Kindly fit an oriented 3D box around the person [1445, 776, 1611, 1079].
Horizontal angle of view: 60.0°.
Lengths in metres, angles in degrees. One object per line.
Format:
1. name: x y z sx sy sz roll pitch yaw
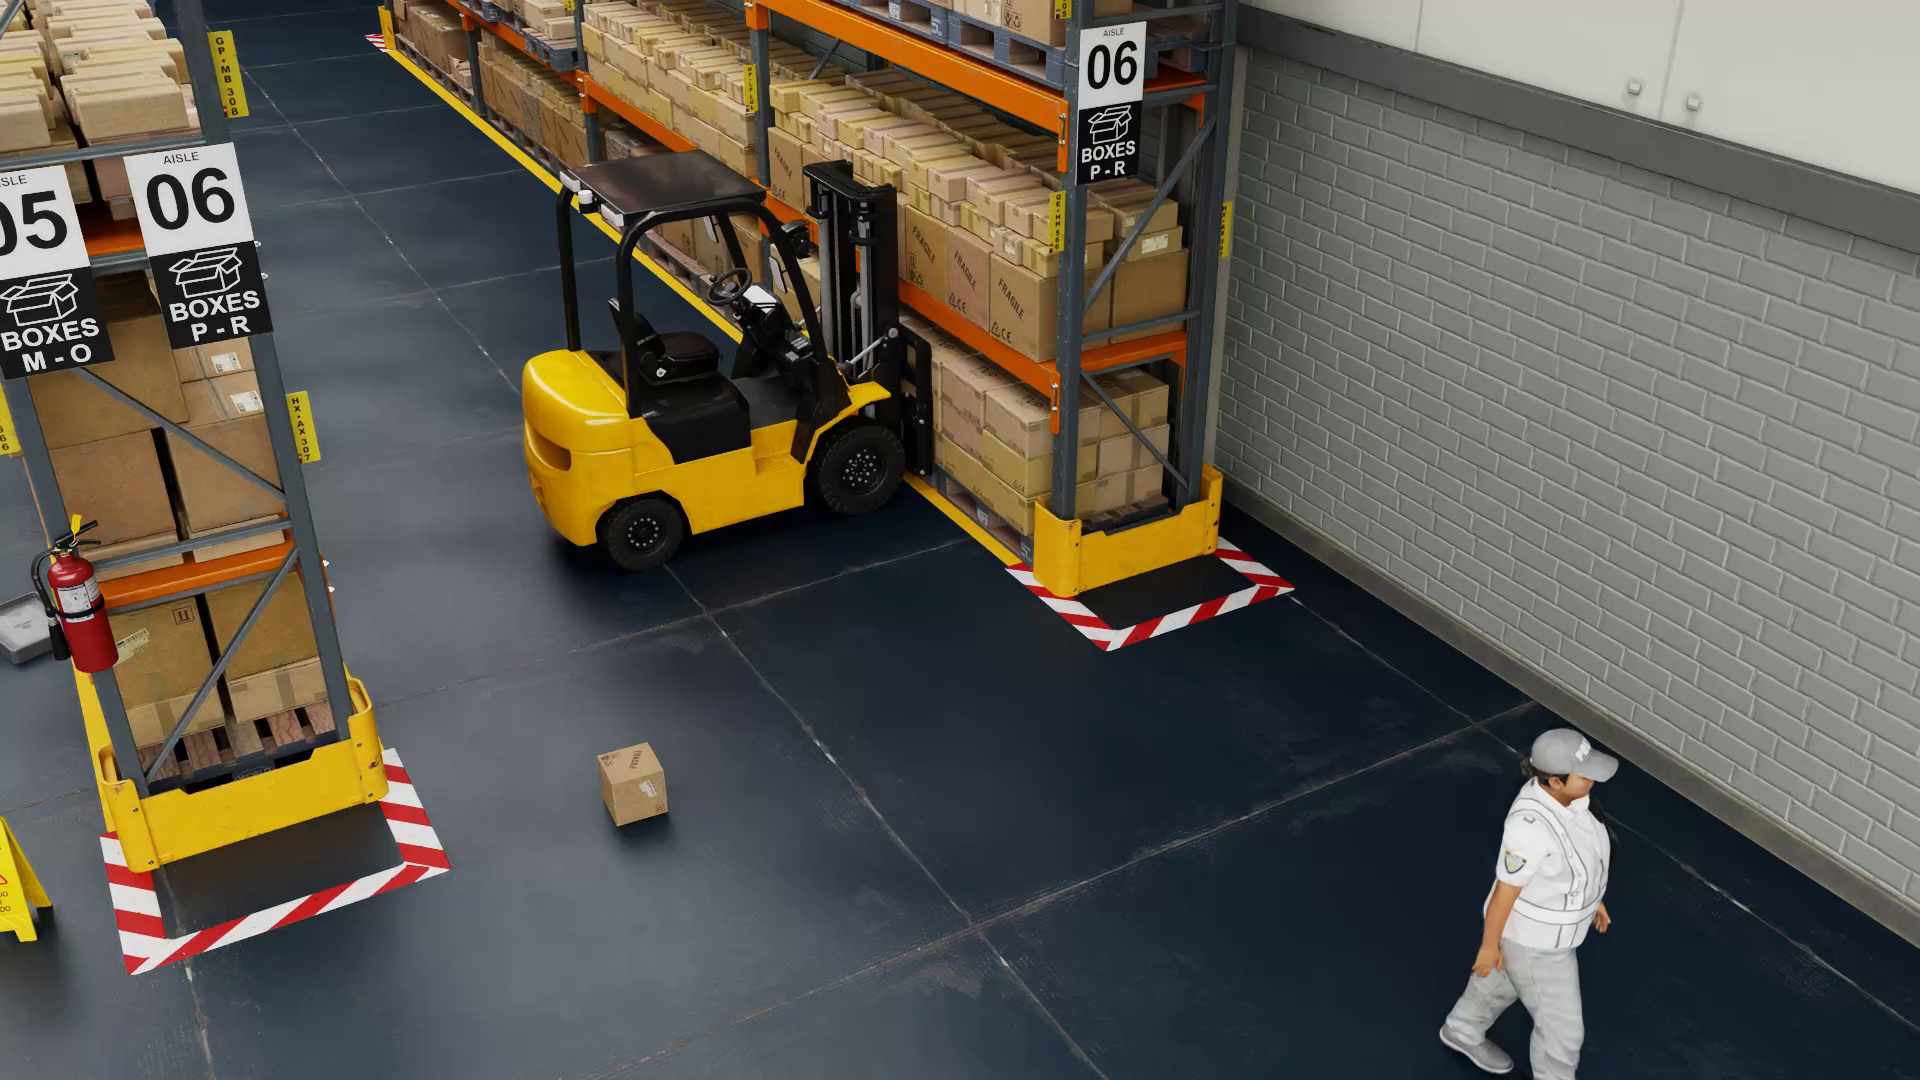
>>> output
1. person: 2.121 1.459 6.074 0.585 1.332 0.428 18 34 29
